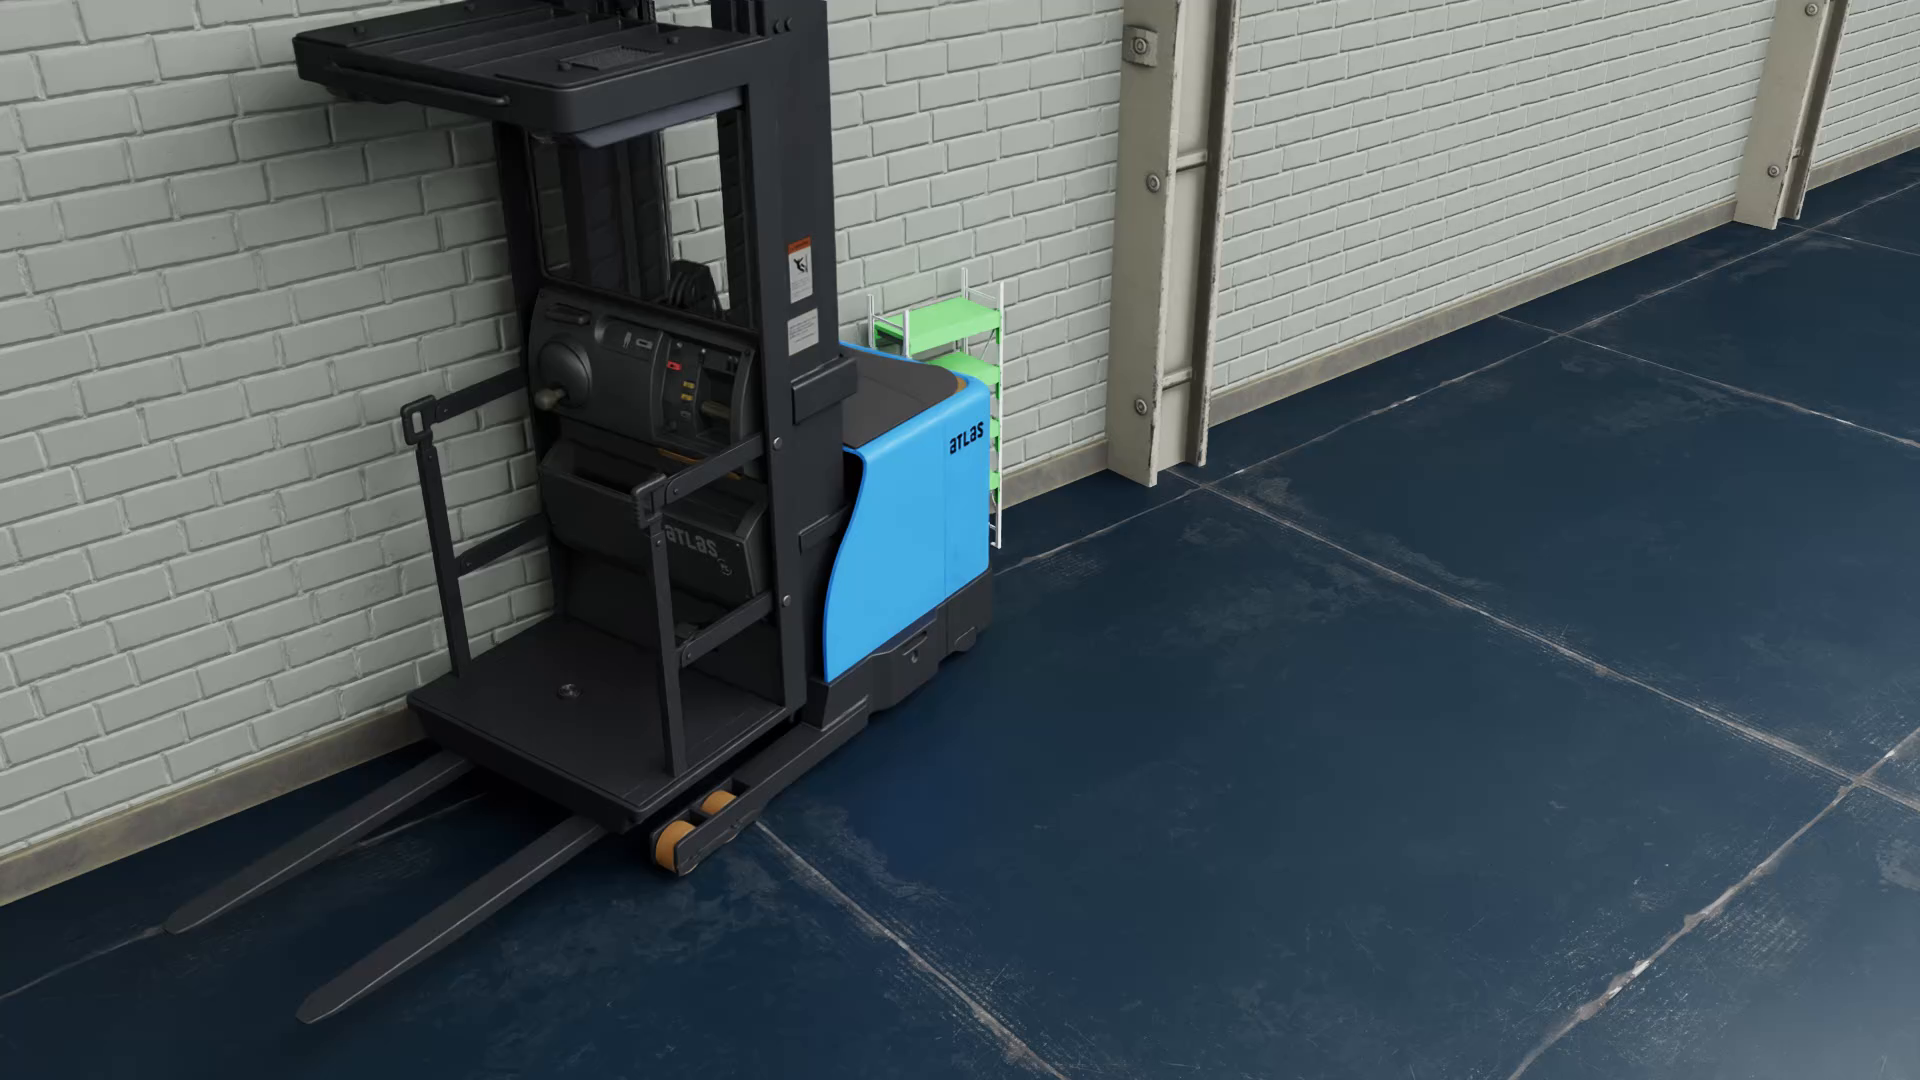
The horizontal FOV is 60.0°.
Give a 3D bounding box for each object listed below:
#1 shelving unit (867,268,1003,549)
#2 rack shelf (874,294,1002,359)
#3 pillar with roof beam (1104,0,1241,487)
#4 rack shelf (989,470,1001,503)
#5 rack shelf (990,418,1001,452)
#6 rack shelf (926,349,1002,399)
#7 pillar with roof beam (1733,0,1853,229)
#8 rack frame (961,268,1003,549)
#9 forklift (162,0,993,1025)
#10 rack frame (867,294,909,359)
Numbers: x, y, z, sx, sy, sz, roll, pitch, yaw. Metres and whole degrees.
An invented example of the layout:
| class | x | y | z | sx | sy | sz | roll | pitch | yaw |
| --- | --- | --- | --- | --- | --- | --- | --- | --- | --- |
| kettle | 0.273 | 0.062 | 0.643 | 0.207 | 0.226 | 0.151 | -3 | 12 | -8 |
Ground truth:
| class | x | y | z | sx | sy | sz | roll | pitch | yaw |
| --- | --- | --- | --- | --- | --- | --- | --- | --- | --- |
| shelving unit | -0.093 | -0.462 | 6.840 | 0.503 | 1.200 | 0.258 | -22 | 35 | -35 |
| rack shelf | -0.095 | -0.830 | 6.645 | 0.480 | 0.148 | 0.258 | -22 | 35 | -35 |
| pillar with roof beam | 3.721 | -2.785 | 2.913 | 0.400 | 9.000 | 9.100 | -22 | 35 | -35 |
| rack shelf | -0.093 | -0.193 | 6.982 | 0.480 | 0.148 | 0.258 | -22 | 35 | -35 |
| rack shelf | -0.093 | -0.405 | 6.870 | 0.480 | 0.148 | 0.258 | -22 | 35 | -35 |
| rack shelf | -0.094 | -0.618 | 6.757 | 0.480 | 0.148 | 0.258 | -22 | 35 | -35 |
| pillar with roof beam | 8.285 | -4.620 | 6.348 | 0.400 | 9.000 | 9.100 | -22 | 35 | -35 |
| rack frame | 0.091 | -0.537 | 6.981 | 0.015 | 1.200 | 0.240 | -22 | 35 | -35 |
| forklift | -1.129 | -0.492 | 5.062 | 1.130 | 2.935 | 3.031 | 18 | 33 | 30 |
| rack frame | -0.278 | -0.386 | 6.699 | 0.015 | 1.200 | 0.240 | -22 | 35 | -35 |
